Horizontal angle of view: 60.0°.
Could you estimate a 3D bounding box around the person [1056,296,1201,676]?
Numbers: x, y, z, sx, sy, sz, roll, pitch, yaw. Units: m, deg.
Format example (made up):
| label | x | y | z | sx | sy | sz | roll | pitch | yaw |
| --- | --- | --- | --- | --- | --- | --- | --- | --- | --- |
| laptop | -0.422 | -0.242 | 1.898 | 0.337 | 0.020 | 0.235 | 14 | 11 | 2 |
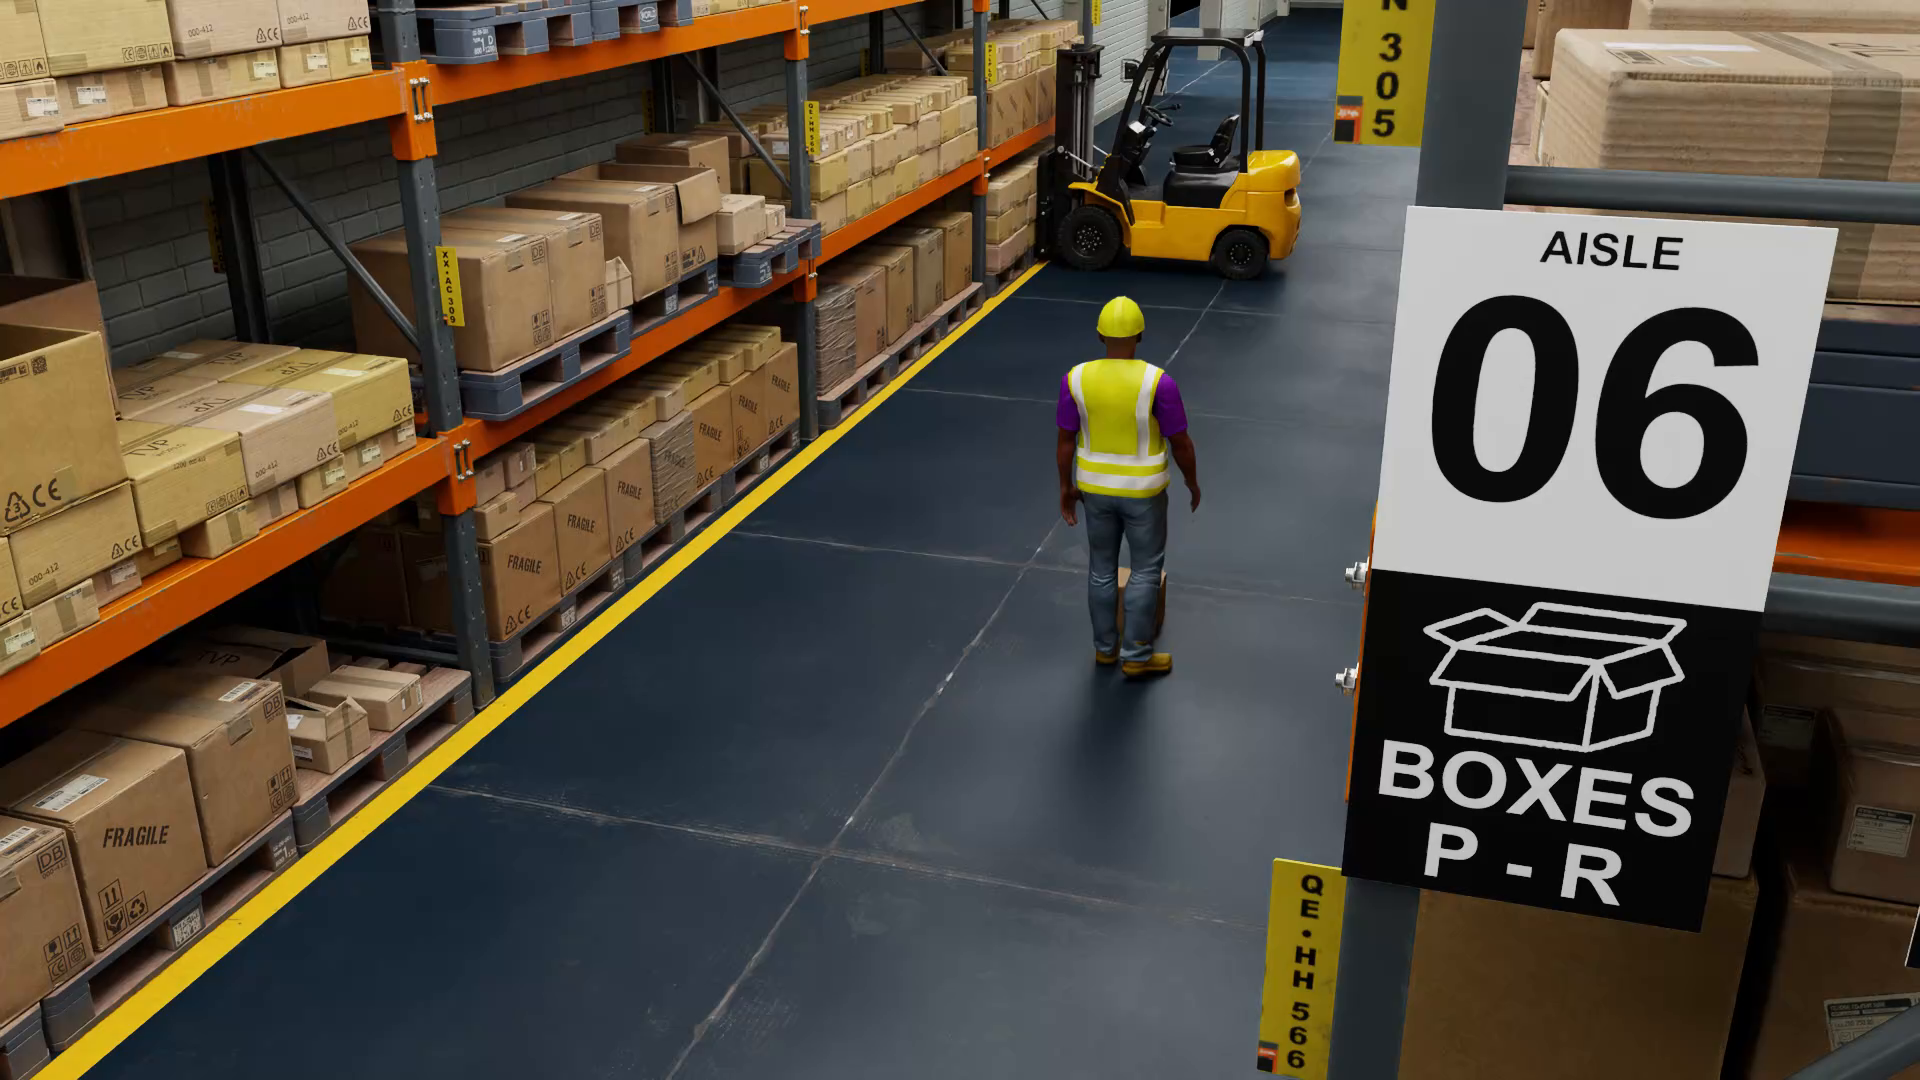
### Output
| label | x | y | z | sx | sy | sz | roll | pitch | yaw |
| --- | --- | --- | --- | --- | --- | --- | --- | --- | --- |
| person | 0.776 | -0.248 | 7.620 | 0.635 | 1.780 | 0.436 | 9 | 23 | 21 |
